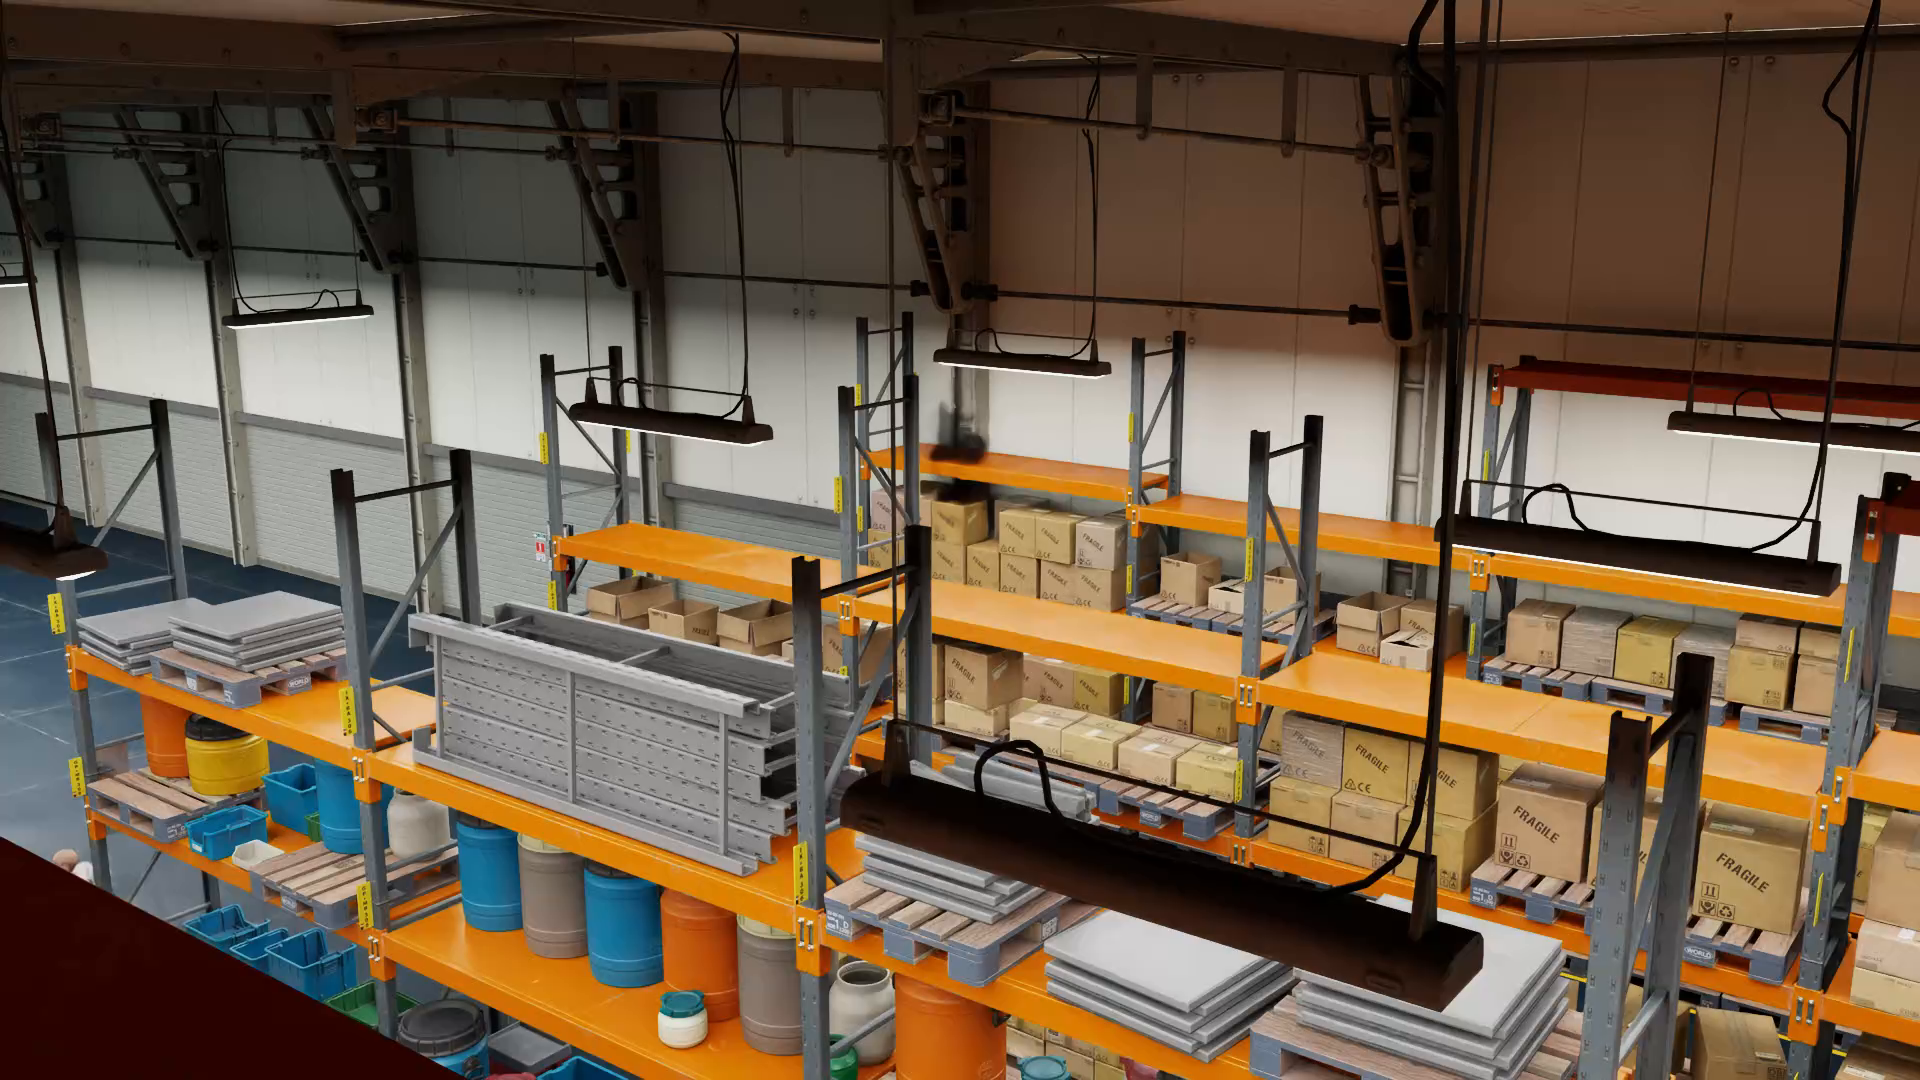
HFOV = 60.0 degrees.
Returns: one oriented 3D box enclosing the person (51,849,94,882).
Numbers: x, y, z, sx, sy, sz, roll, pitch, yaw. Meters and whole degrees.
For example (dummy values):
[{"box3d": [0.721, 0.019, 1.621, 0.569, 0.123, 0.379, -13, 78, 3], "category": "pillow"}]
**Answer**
[{"box3d": [-8.174, 3.739, 15.524, 0.748, 1.703, 0.723, -5, 14, -21], "category": "person"}]
